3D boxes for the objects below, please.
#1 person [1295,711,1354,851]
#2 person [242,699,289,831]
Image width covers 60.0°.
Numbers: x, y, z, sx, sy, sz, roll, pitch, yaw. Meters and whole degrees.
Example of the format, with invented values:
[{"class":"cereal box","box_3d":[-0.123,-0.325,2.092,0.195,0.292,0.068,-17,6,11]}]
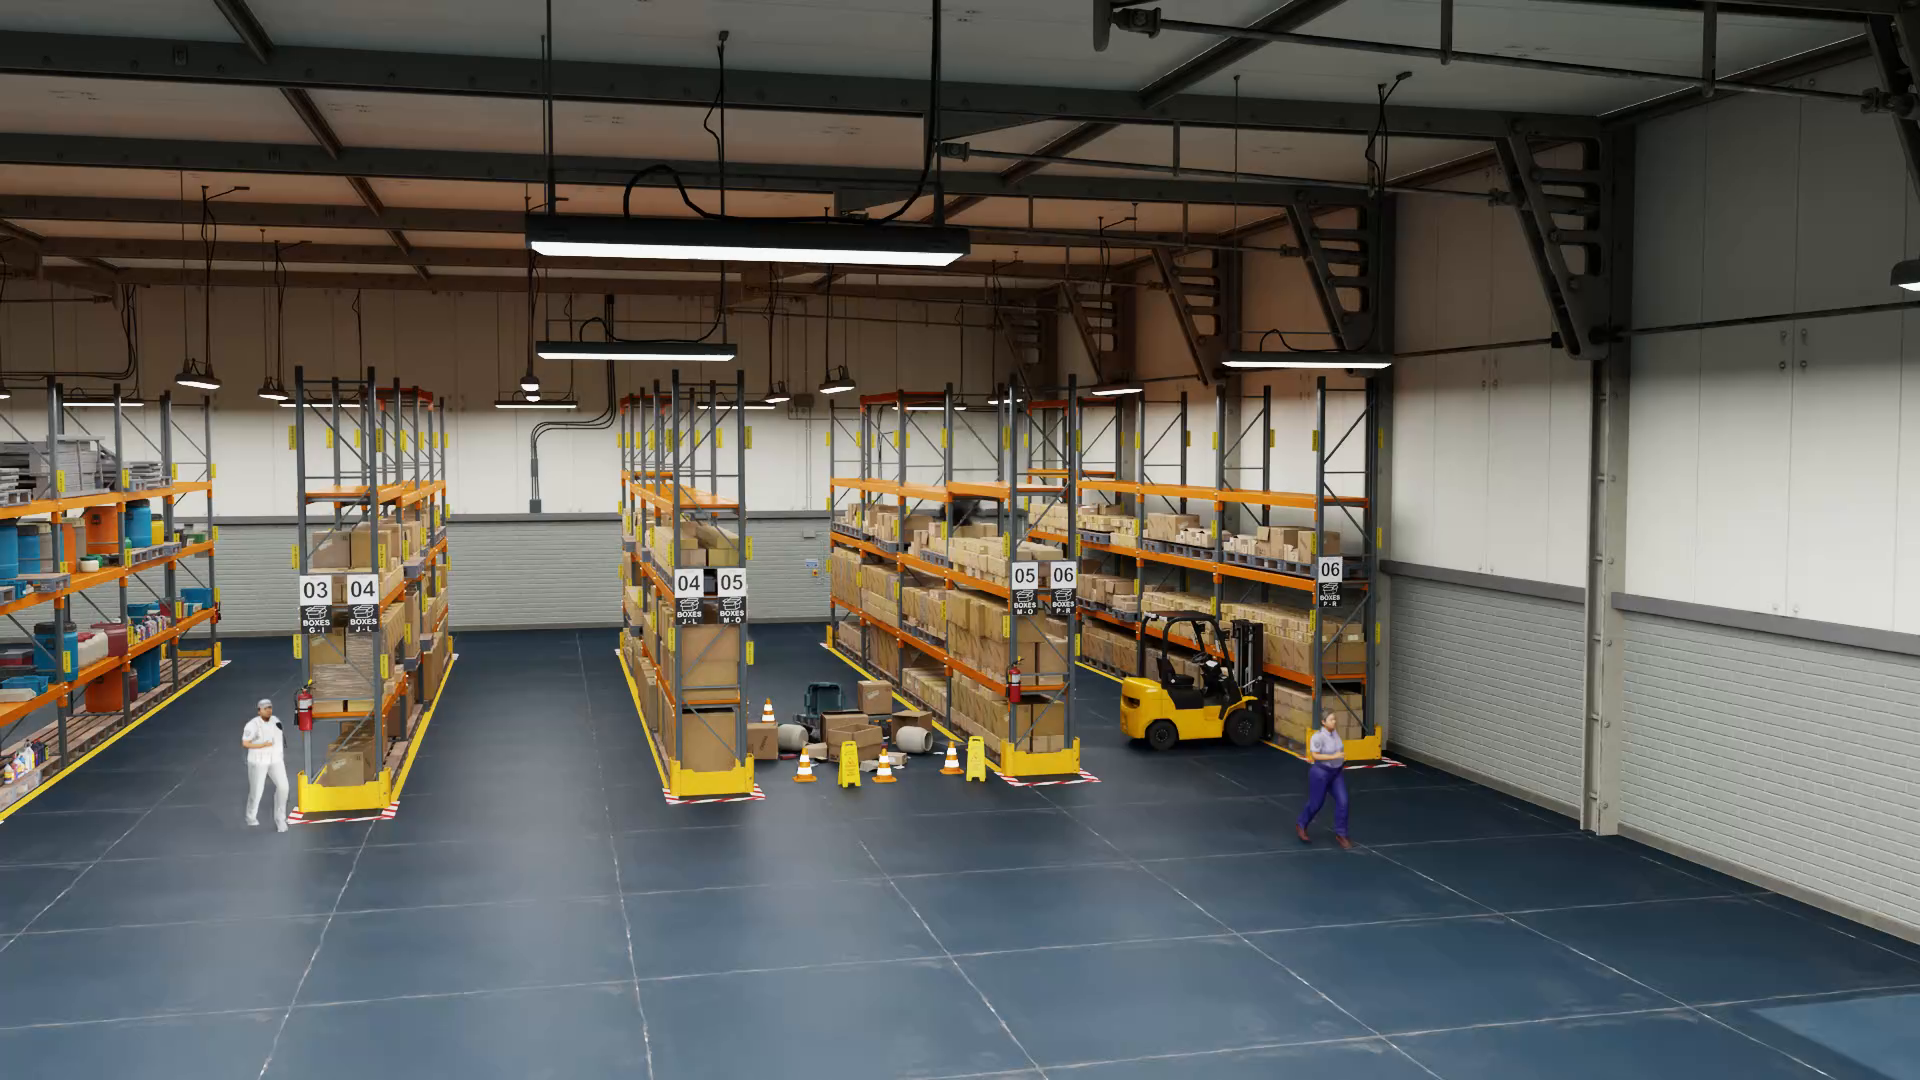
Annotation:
[{"class":"person","box_3d":[4.500,2.947,20.546,0.631,1.699,0.809,-2,4,-36]},{"class":"person","box_3d":[-8.946,2.909,21.390,0.680,1.743,0.580,3,5,43]}]
